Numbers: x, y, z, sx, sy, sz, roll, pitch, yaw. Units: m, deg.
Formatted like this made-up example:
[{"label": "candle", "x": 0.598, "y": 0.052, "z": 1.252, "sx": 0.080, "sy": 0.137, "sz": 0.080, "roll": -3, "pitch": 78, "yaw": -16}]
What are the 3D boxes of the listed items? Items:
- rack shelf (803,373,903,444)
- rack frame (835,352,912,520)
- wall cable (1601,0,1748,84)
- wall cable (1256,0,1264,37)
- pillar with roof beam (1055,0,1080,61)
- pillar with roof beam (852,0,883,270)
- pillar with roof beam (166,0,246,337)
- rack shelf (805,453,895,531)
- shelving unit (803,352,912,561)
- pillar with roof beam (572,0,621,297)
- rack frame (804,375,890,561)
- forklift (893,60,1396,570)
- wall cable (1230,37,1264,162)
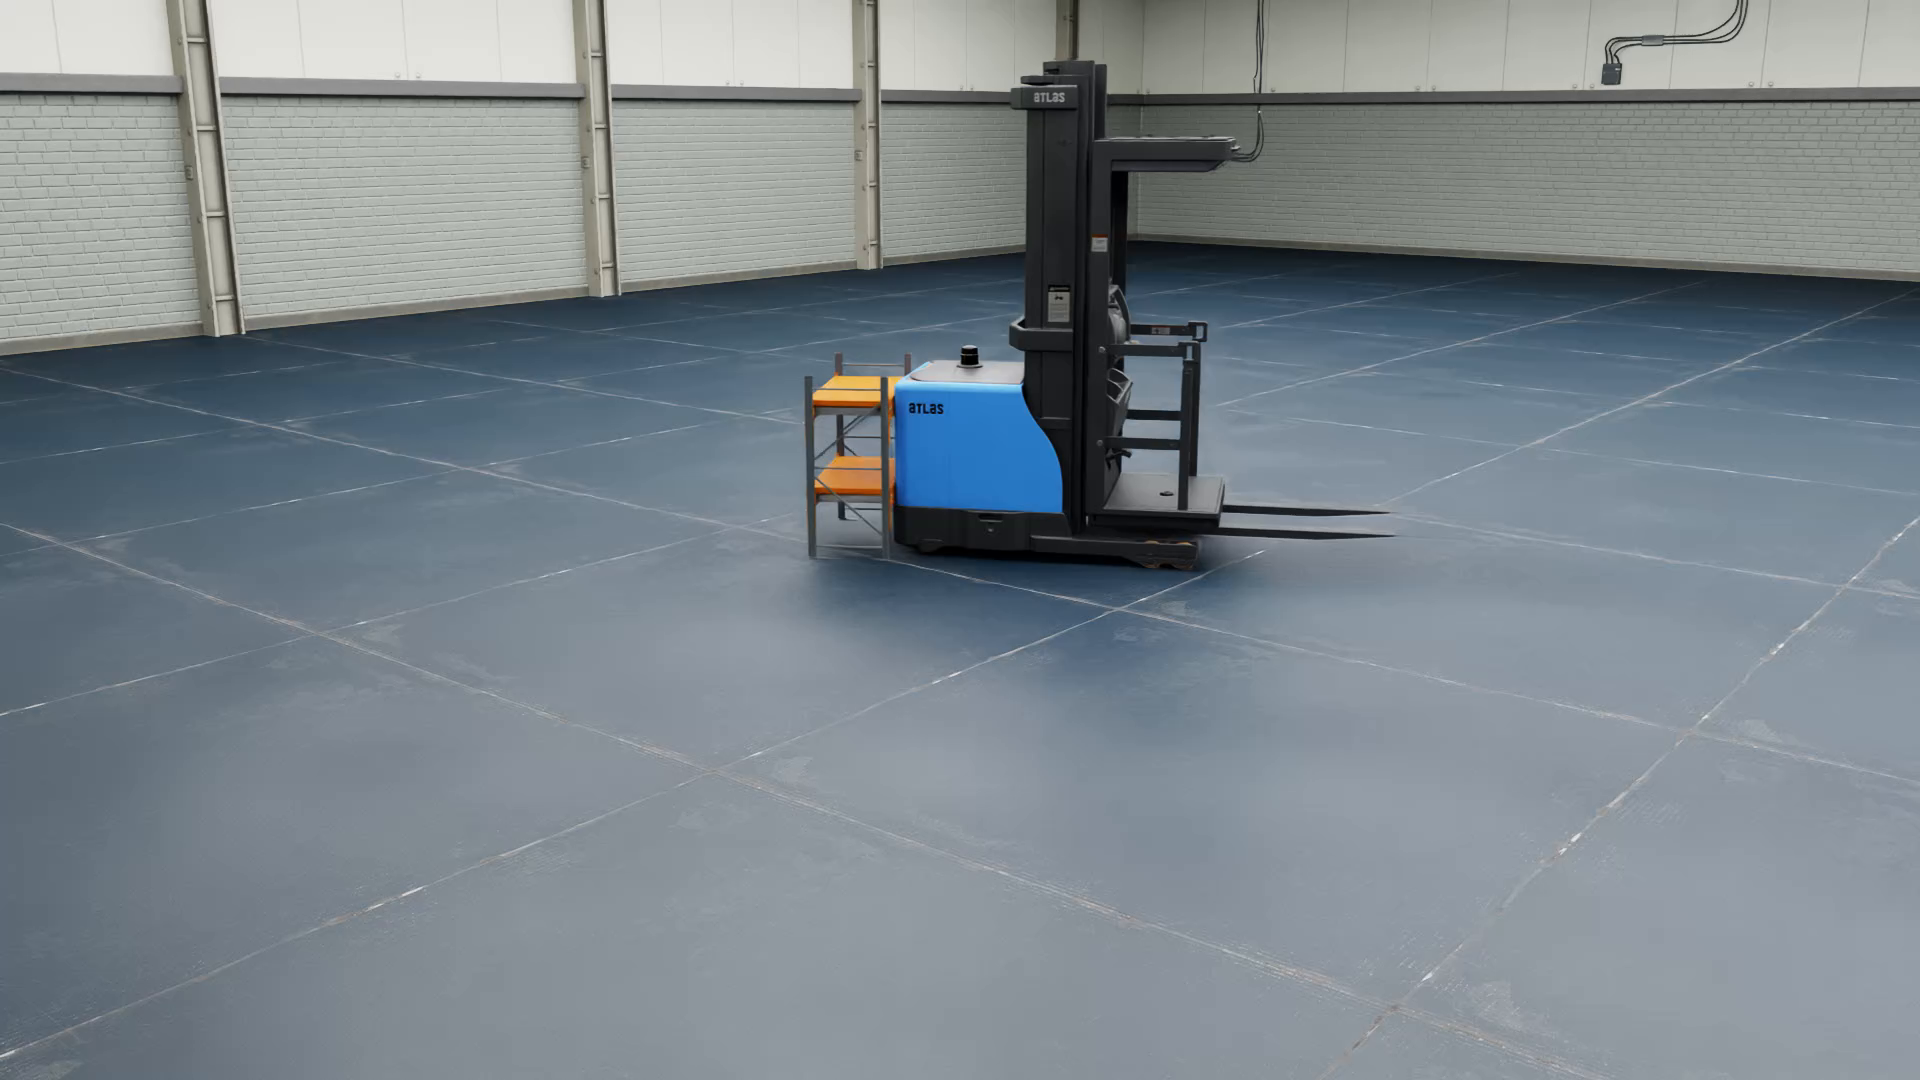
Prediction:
[{"label": "rack shelf", "x": -0.622, "y": -0.836, "z": 10.440, "sx": 0.538, "sy": 0.278, "sz": 1.000, "roll": 2, "pitch": 14, "yaw": 6}, {"label": "rack frame", "x": -0.567, "y": -0.677, "z": 11.002, "sx": 0.500, "sy": 1.125, "sz": 0.032, "roll": 2, "pitch": 14, "yaw": 6}, {"label": "wall cable", "x": 12.405, "y": -10.908, "z": 28.377, "sx": 2.305, "sy": 6.003, "sz": 0.169, "roll": 11, "pitch": 18, "yaw": 38}, {"label": "wall cable", "x": 7.135, "y": -11.256, "z": 32.703, "sx": 3.097, "sy": 2.526, "sz": 0.112, "roll": 11, "pitch": 18, "yaw": 38}, {"label": "pillar with roof beam", "x": 5.499, "y": -9.706, "z": 30.553, "sx": 9.100, "sy": 9.000, "sz": 0.400, "roll": 11, "pitch": 18, "yaw": 38}, {"label": "pillar with roof beam", "x": 1.728, "y": -8.557, "z": 26.029, "sx": 9.100, "sy": 9.000, "sz": 0.400, "roll": 11, "pitch": 18, "yaw": 38}, {"label": "pillar with roof beam", "x": -5.814, "y": -6.259, "z": 16.983, "sx": 9.100, "sy": 9.000, "sz": 0.400, "roll": 11, "pitch": 18, "yaw": 38}, {"label": "rack shelf", "x": -0.622, "y": -0.315, "z": 10.573, "sx": 0.538, "sy": 0.278, "sz": 1.000, "roll": 2, "pitch": 14, "yaw": 6}, {"label": "shelving unit", "x": -0.622, "y": -0.552, "z": 10.512, "sx": 0.538, "sy": 1.125, "sz": 1.048, "roll": 2, "pitch": 14, "yaw": 6}, {"label": "pillar with roof beam", "x": -2.043, "y": -7.408, "z": 21.506, "sx": 9.100, "sy": 9.000, "sz": 0.400, "roll": 11, "pitch": 18, "yaw": 38}, {"label": "rack frame", "x": -0.677, "y": -0.428, "z": 10.023, "sx": 0.500, "sy": 1.125, "sz": 0.032, "roll": 2, "pitch": 14, "yaw": 6}, {"label": "forklift", "x": 1.156, "y": -1.384, "z": 10.117, "sx": 3.031, "sy": 2.935, "sz": 1.130, "roll": 3, "pitch": 15, "yaw": 11}, {"label": "wall cable", "x": 5.031, "y": -9.227, "z": 34.973, "sx": 3.097, "sy": 2.526, "sz": 0.112, "roll": 11, "pitch": 18, "yaw": 38}]
